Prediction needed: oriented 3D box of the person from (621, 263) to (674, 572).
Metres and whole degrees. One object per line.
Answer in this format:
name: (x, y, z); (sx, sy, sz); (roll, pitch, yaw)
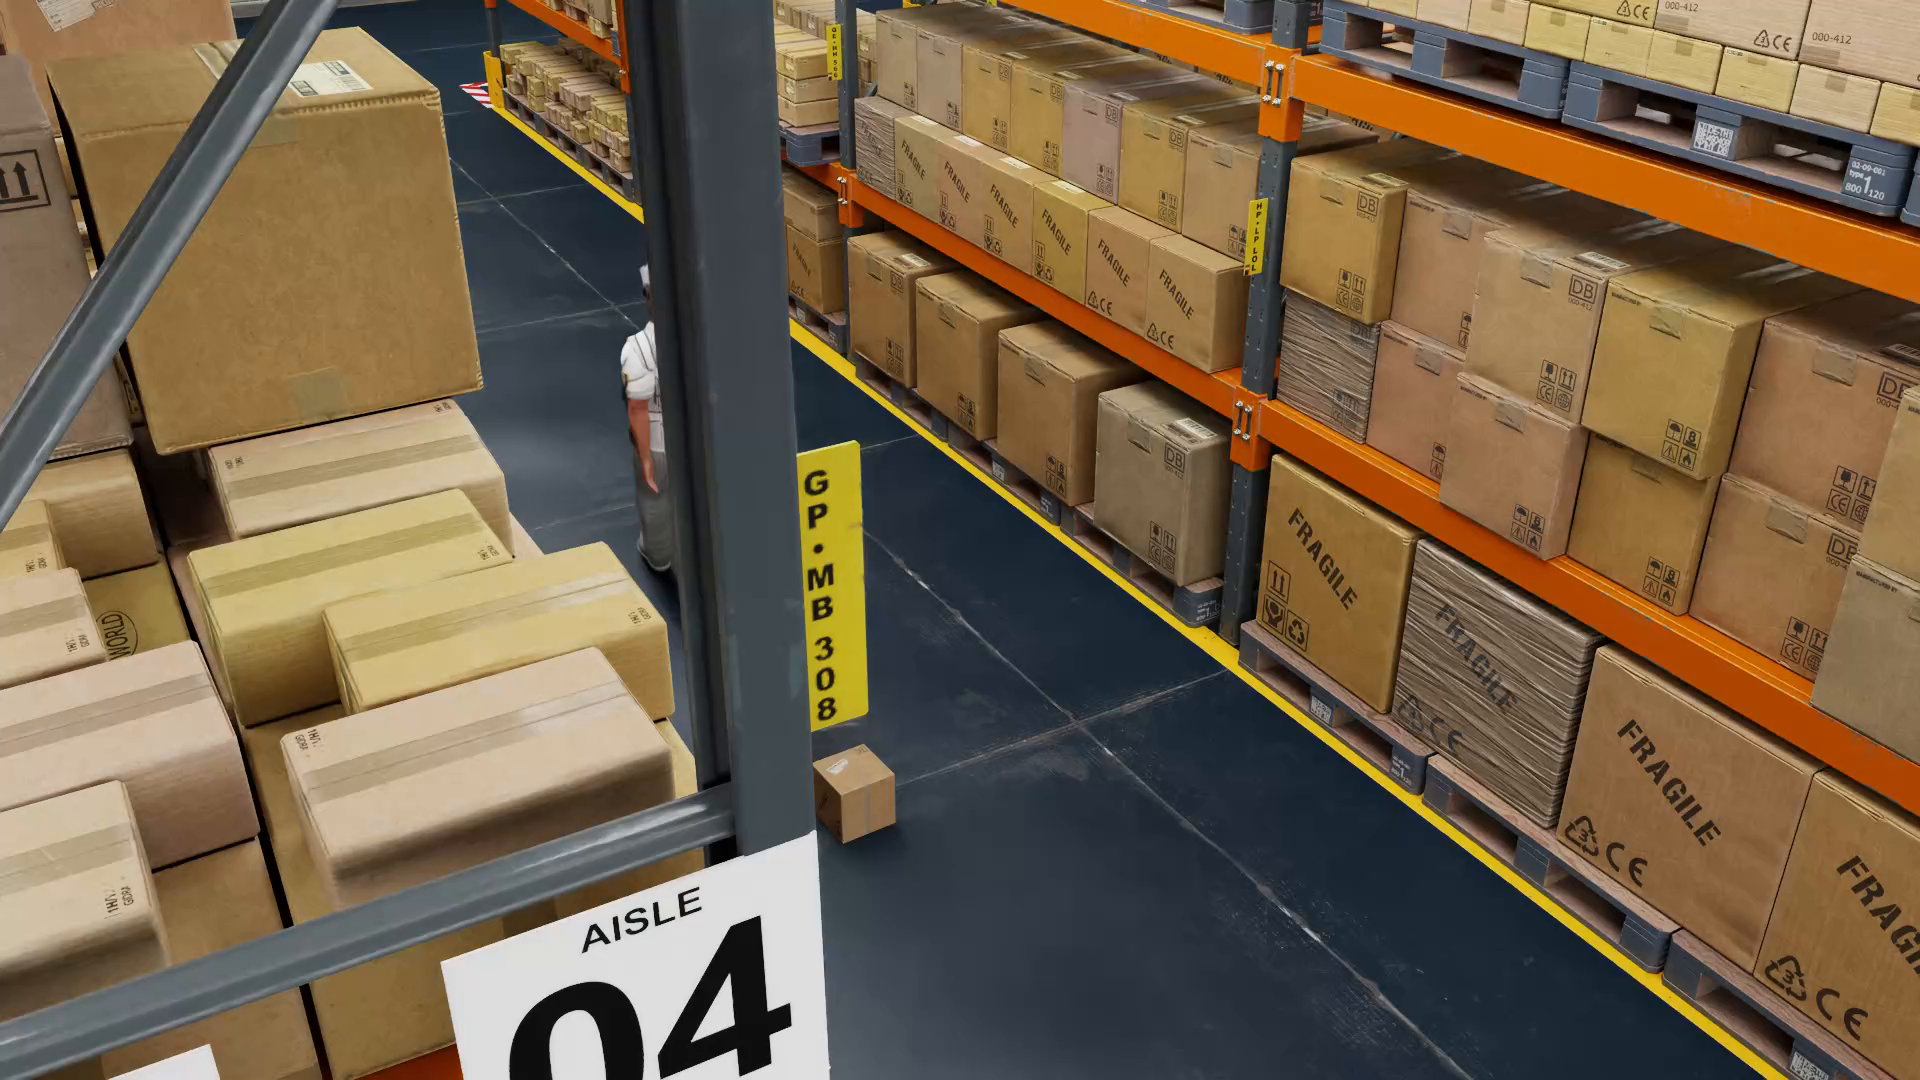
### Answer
person: (-1.354, -0.525, 8.041); (0.532, 1.725, 1.050); (-12, 31, -21)
